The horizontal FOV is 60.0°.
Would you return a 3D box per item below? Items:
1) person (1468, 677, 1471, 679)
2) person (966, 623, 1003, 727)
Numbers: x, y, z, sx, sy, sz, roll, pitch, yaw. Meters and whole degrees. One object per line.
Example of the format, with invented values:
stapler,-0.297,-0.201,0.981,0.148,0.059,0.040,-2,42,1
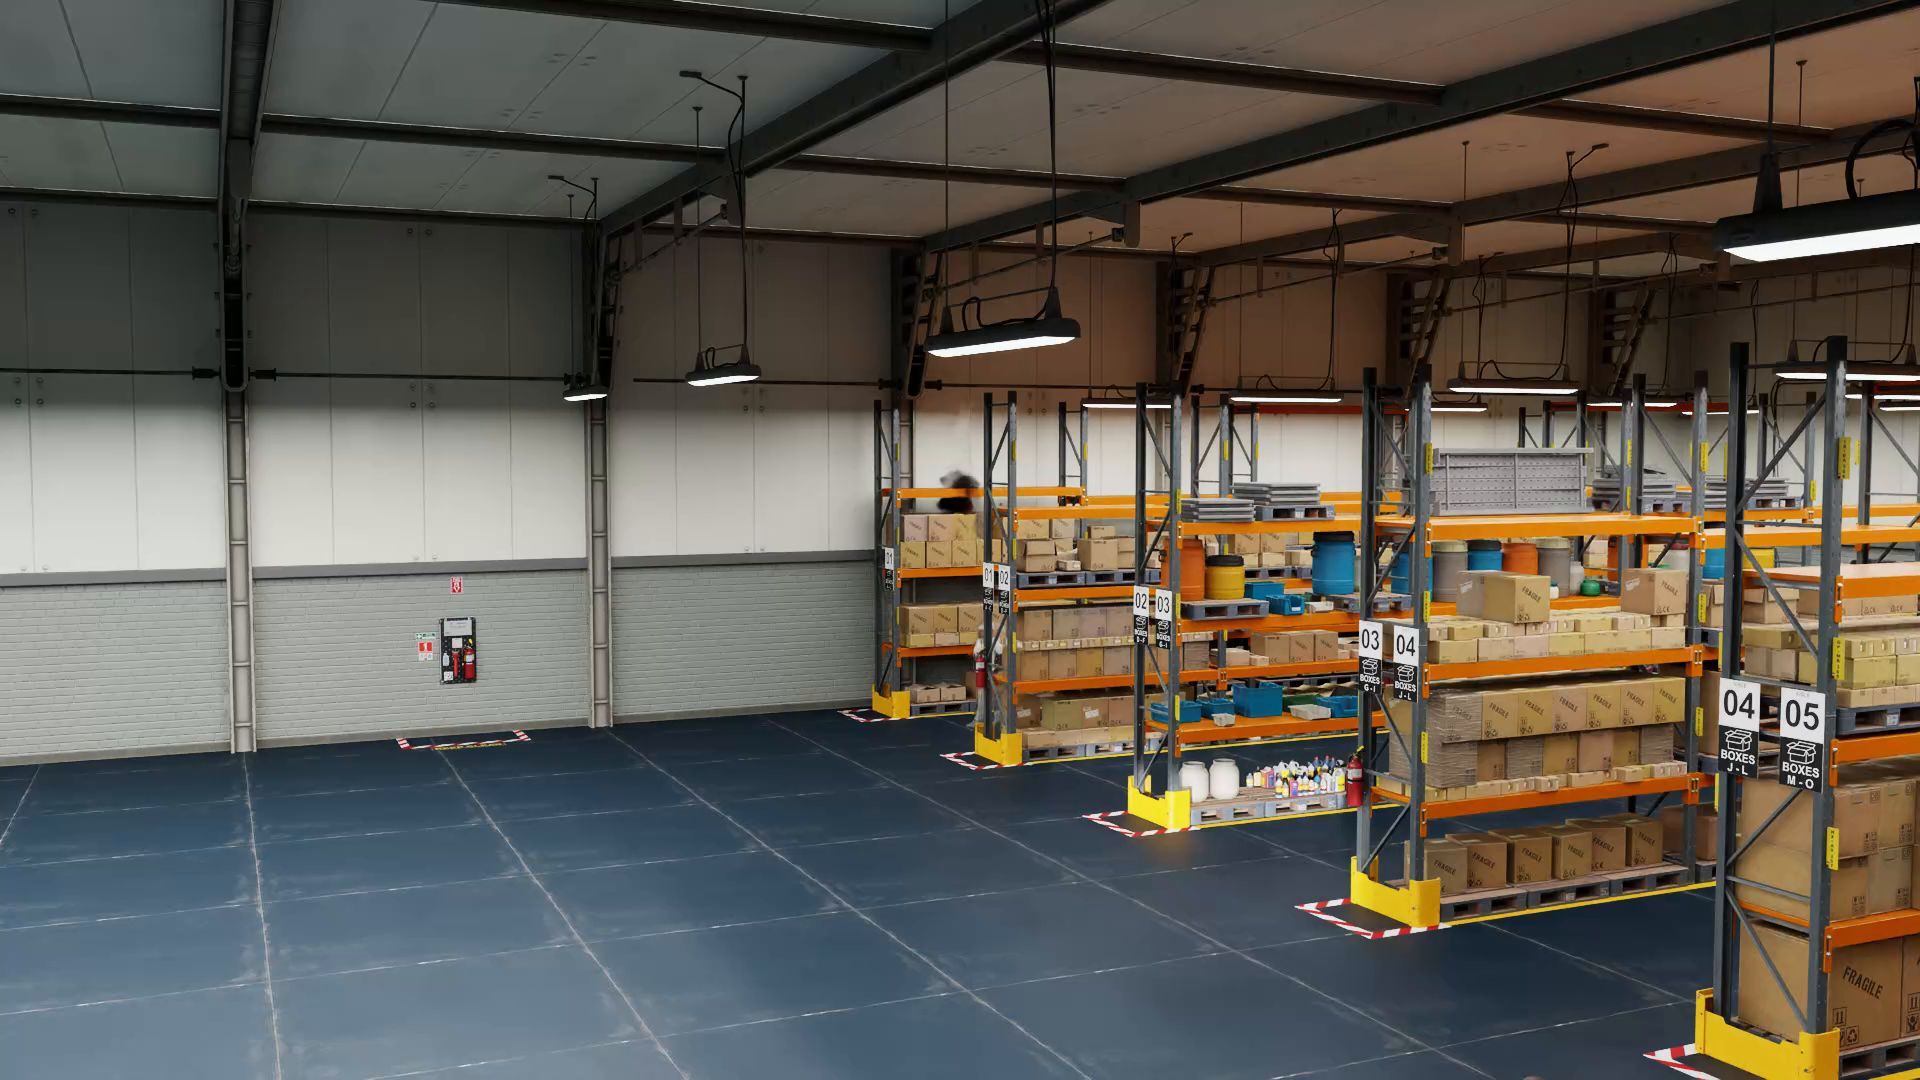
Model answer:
person,8.161,2.674,27.420,0.735,1.844,0.630,-2,4,-27
person,0.433,2.337,28.725,0.822,1.829,0.721,-2,4,-32
